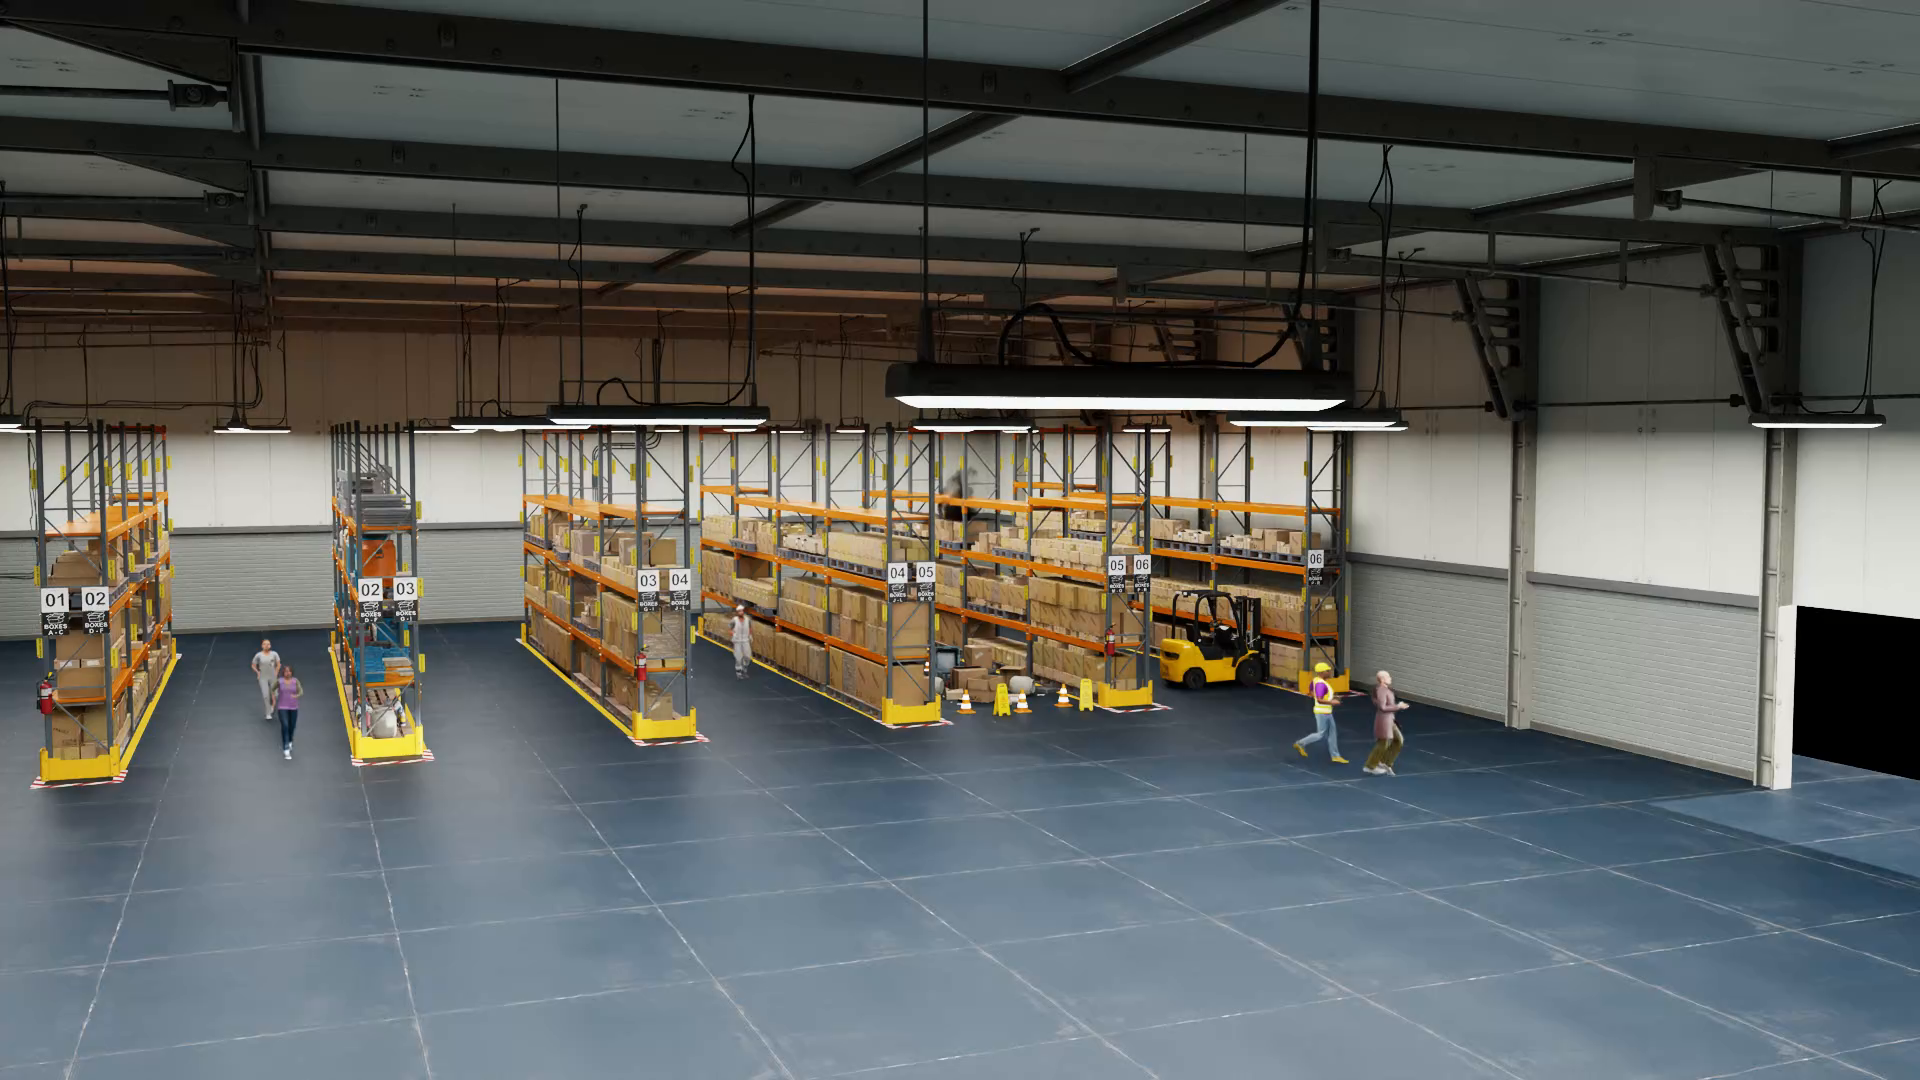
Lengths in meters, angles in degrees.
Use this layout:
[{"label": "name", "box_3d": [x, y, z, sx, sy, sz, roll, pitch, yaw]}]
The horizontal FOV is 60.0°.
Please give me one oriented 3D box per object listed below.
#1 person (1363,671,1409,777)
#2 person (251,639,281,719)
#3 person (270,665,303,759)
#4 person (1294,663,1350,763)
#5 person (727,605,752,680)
[{"label": "person", "box_3d": [7.163, 3.100, 27.913, 0.754, 1.814, 0.688, 2, 4, 24]}, {"label": "person", "box_3d": [-14.050, 2.803, 33.694, 0.561, 1.617, 0.594, -2, 4, -31]}, {"label": "person", "box_3d": [-12.047, 3.050, 29.787, 0.521, 1.635, 0.754, -2, 4, -32]}, {"label": "person", "box_3d": [6.323, 3.018, 29.018, 0.957, 1.762, 0.700, 1, 4, 15]}, {"label": "person", "box_3d": [-5.120, 2.405, 38.916, 0.635, 1.754, 0.652, -1, 4, -19]}]
